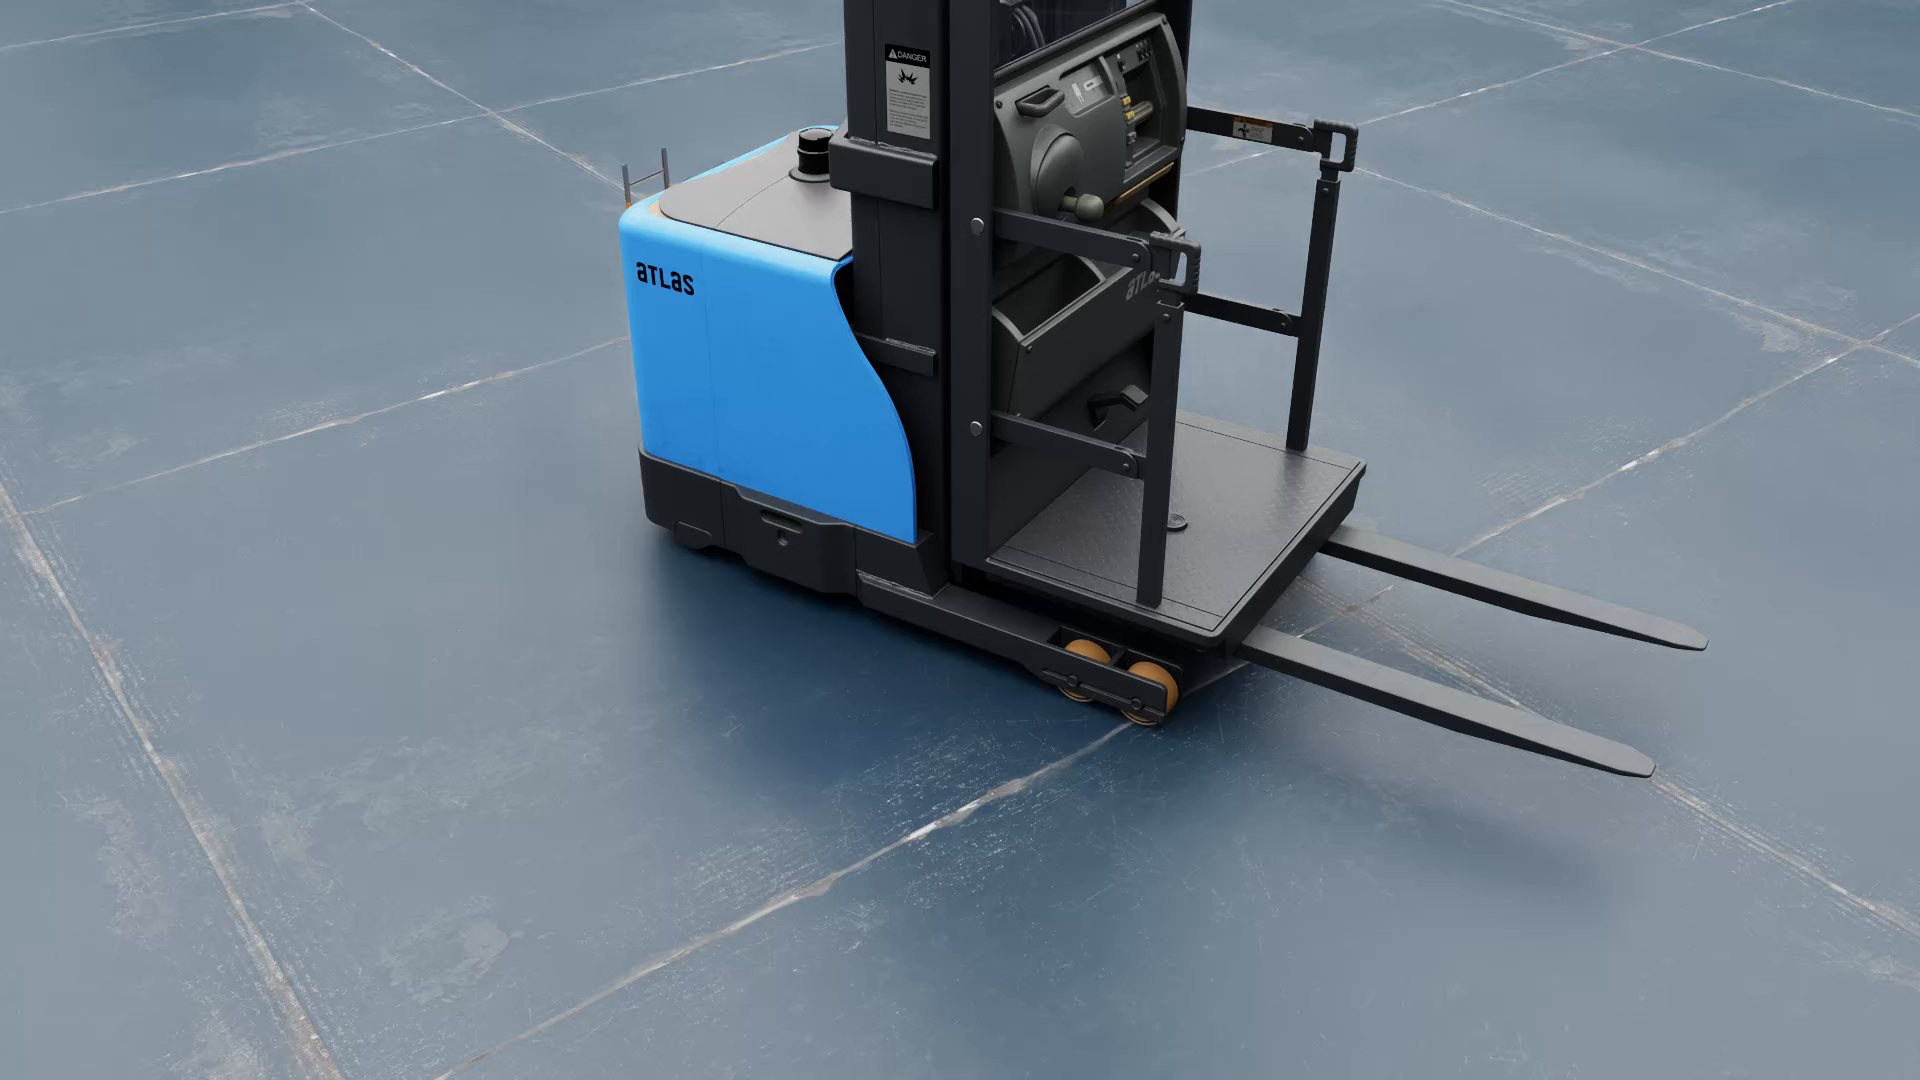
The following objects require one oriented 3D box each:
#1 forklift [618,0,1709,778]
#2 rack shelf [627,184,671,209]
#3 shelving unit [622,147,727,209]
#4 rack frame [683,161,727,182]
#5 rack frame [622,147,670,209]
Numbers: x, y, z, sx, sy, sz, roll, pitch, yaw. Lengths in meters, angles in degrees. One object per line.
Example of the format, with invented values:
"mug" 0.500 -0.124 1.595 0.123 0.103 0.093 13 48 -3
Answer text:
"forklift" 0.527 -1.070 4.195 3.031 2.935 1.130 18 36 27
"rack shelf" -0.883 -0.951 5.268 0.240 0.259 0.215 18 36 27
"shelving unit" -0.883 -0.719 5.412 0.252 1.050 0.215 18 36 27
"rack frame" -0.779 -0.685 5.357 0.008 1.050 0.200 18 36 27
"rack frame" -0.986 -0.753 5.467 0.008 1.050 0.200 18 36 27
